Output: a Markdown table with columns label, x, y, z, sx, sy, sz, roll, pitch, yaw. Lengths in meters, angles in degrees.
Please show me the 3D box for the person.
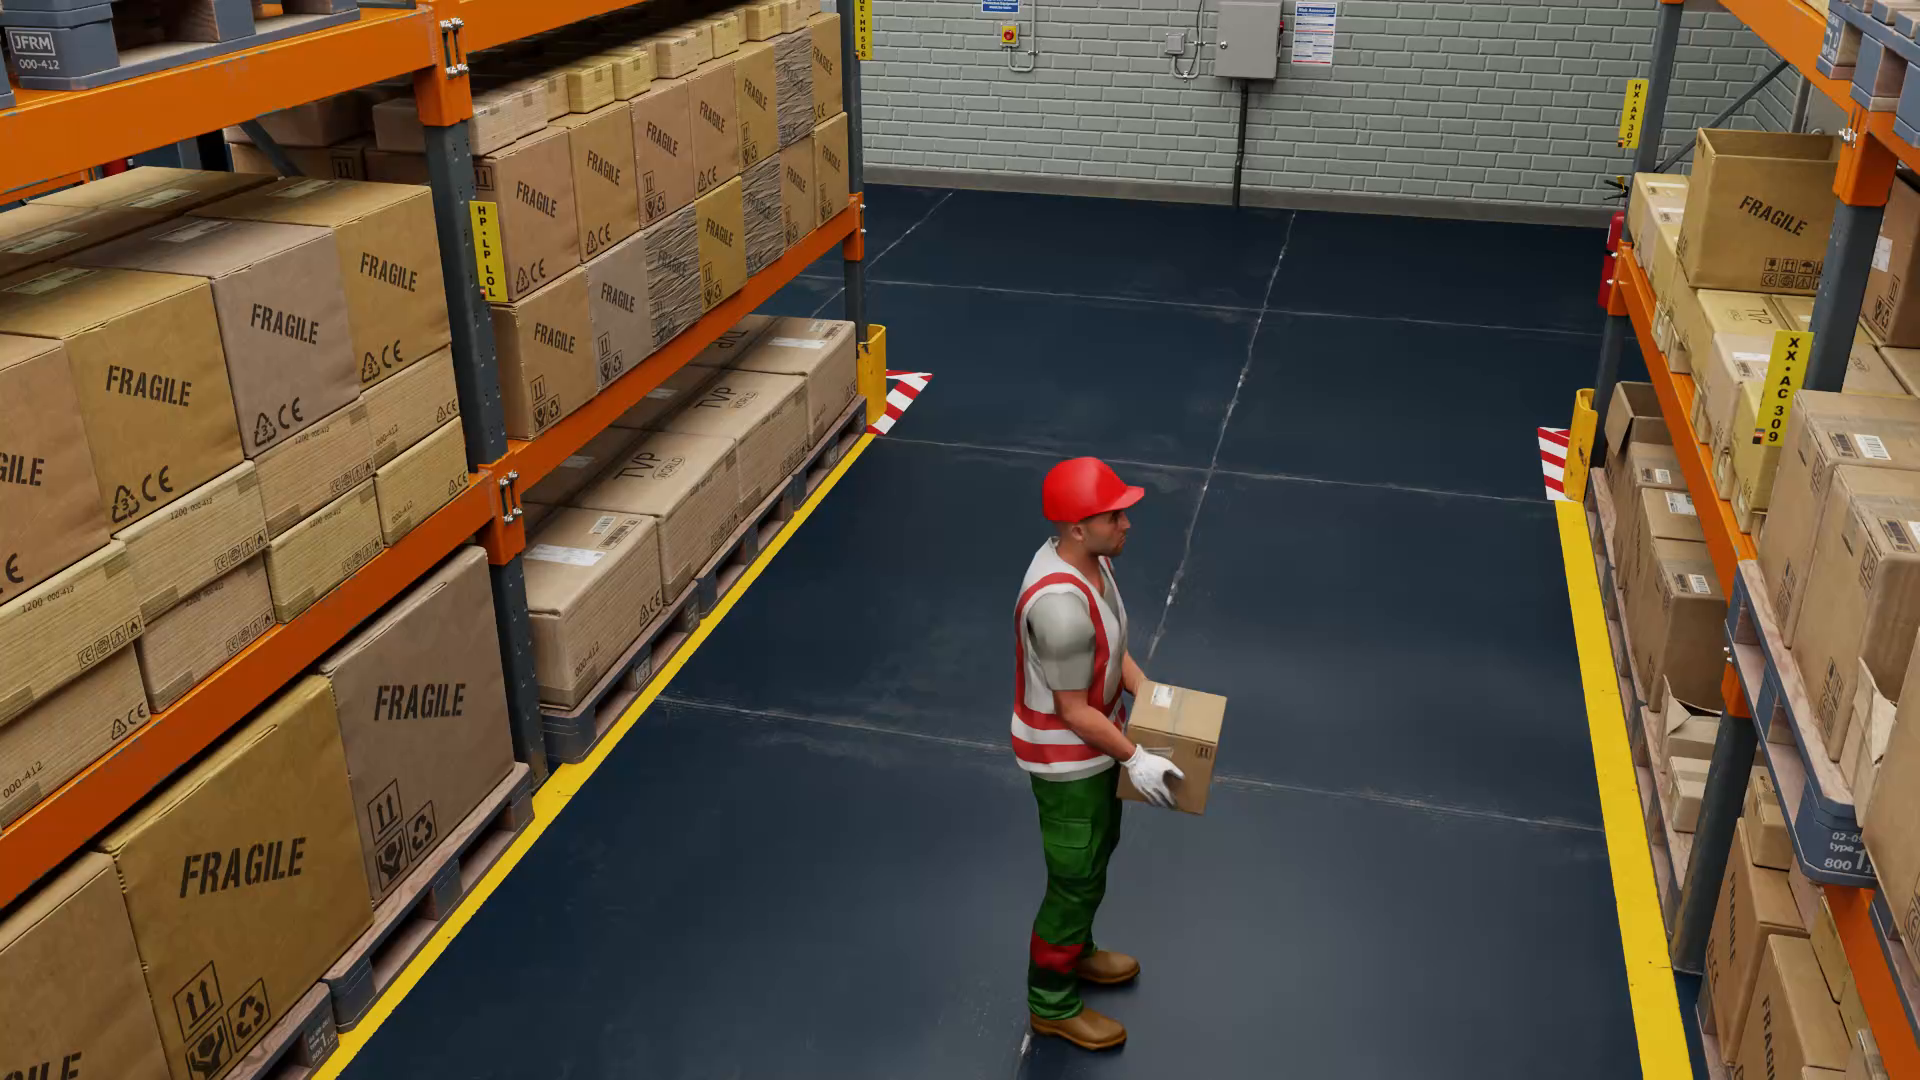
| label | x | y | z | sx | sy | sz | roll | pitch | yaw |
| --- | --- | --- | --- | --- | --- | --- | --- | --- | --- |
| person | 0.375 | 0.610 | 4.786 | 0.449 | 1.780 | 0.607 | 6 | 26 | 13 |
